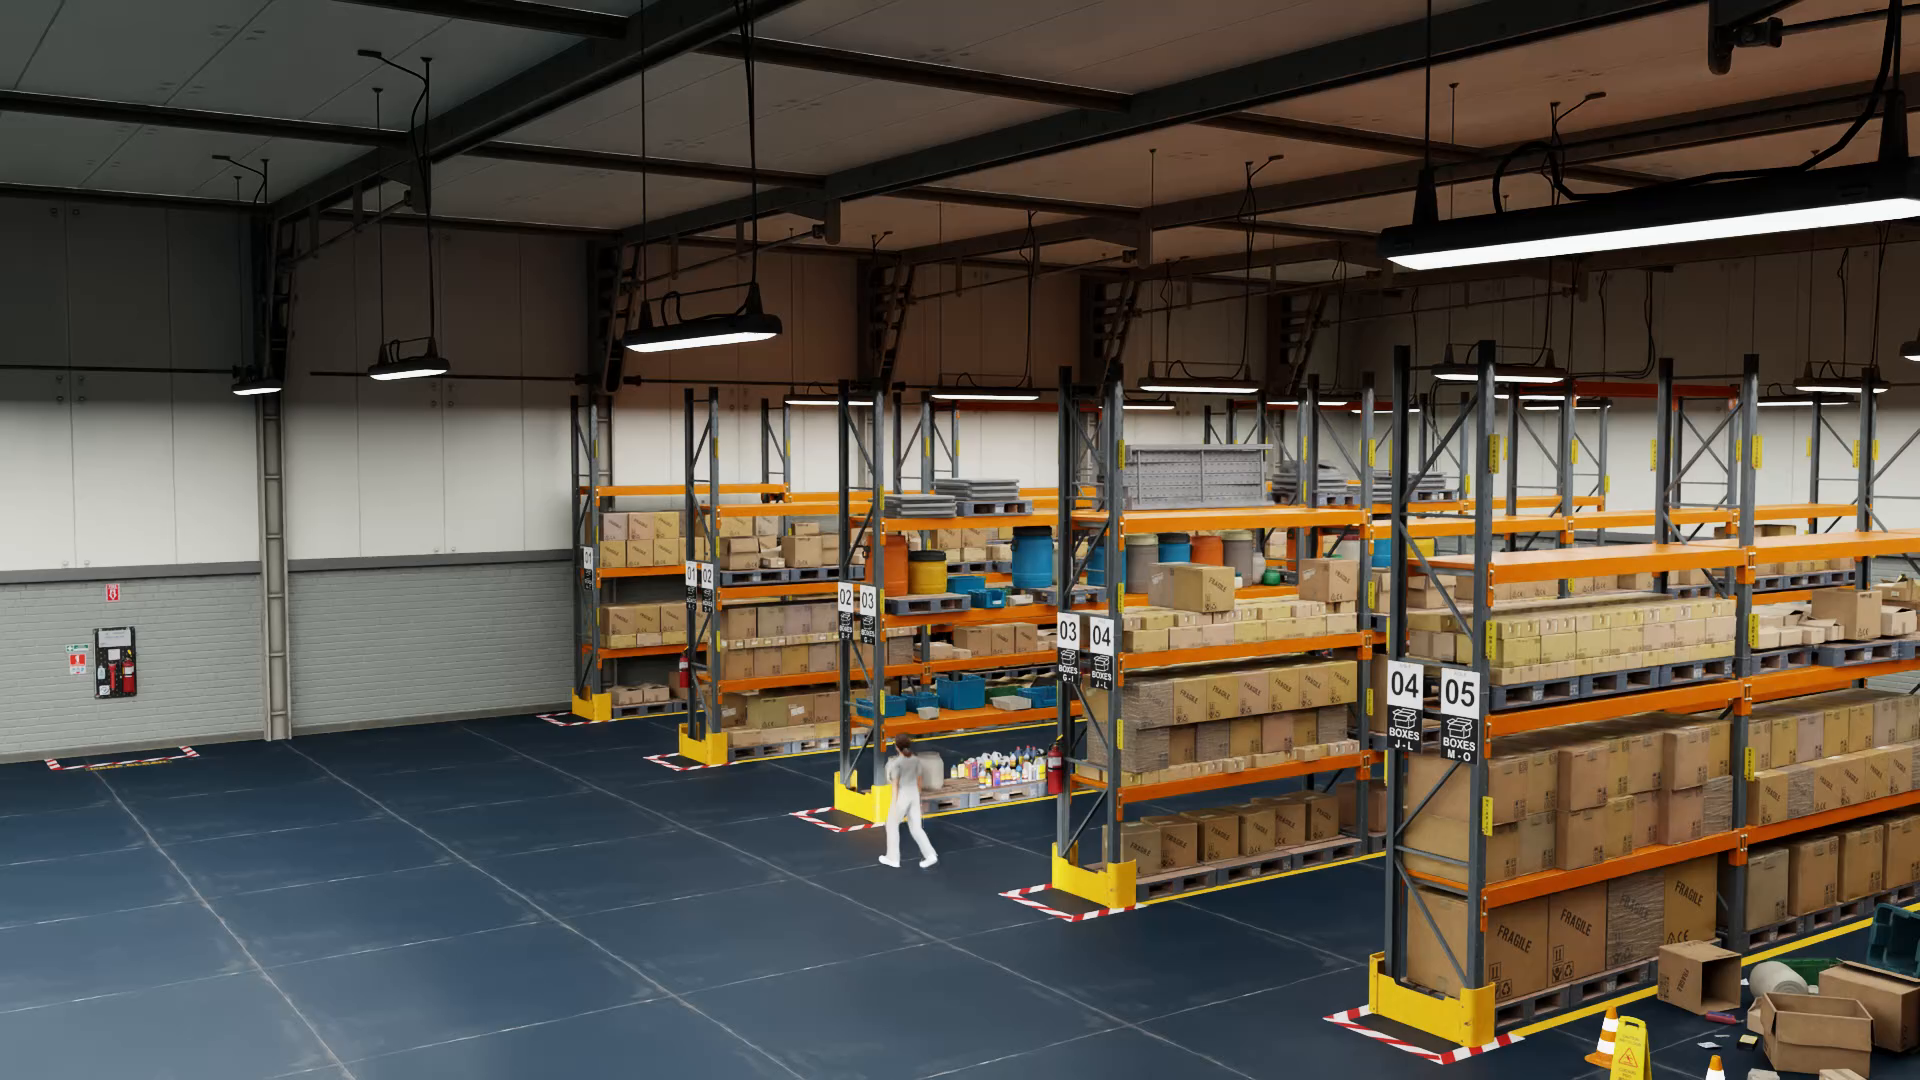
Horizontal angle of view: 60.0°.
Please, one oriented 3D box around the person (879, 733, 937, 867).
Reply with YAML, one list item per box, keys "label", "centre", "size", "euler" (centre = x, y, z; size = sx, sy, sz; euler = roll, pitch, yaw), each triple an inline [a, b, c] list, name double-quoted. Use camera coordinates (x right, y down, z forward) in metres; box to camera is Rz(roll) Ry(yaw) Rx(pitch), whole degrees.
- label: "person"
  centre: [-0.612, 3.140, 19.918]
  size: [0.465, 1.634, 0.967]
  euler: [-3, 4, -39]
